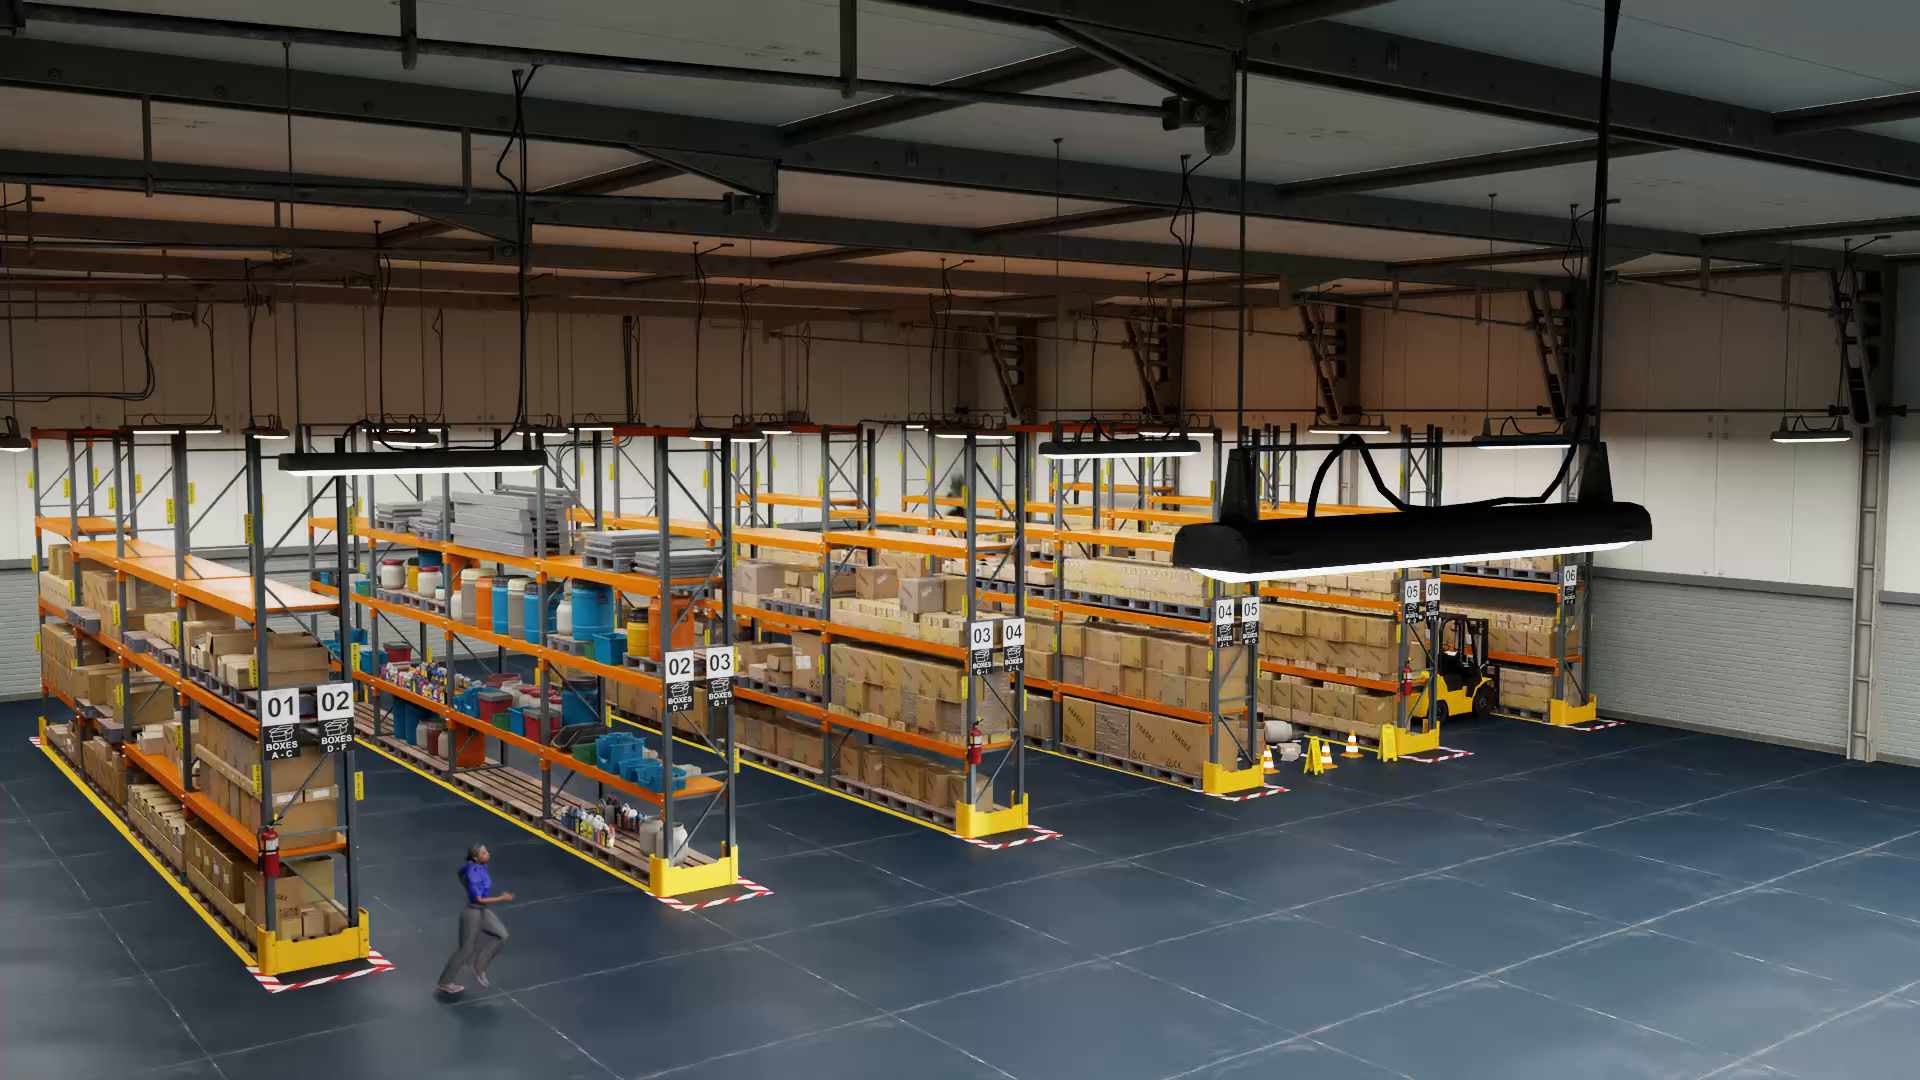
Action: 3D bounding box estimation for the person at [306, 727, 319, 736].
[{"bbox_3d":[-10.742,3.344,27.742,0.574,1.737,0.740,-4,6,-41],"label":"person"}]

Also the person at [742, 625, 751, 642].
[{"bbox_3d":[-5.479,2.211,41.949,0.860,1.651,0.760,0,4,1],"label":"person"}]

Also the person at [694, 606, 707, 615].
[{"bbox_3d":[-6.222,2.338,39.661,0.669,1.796,0.776,-1,5,-8],"label":"person"}]

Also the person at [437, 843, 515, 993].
[{"bbox_3d":[-5.256,4.082,18.084,0.832,1.623,0.592,0,4,-6],"label":"person"}]
